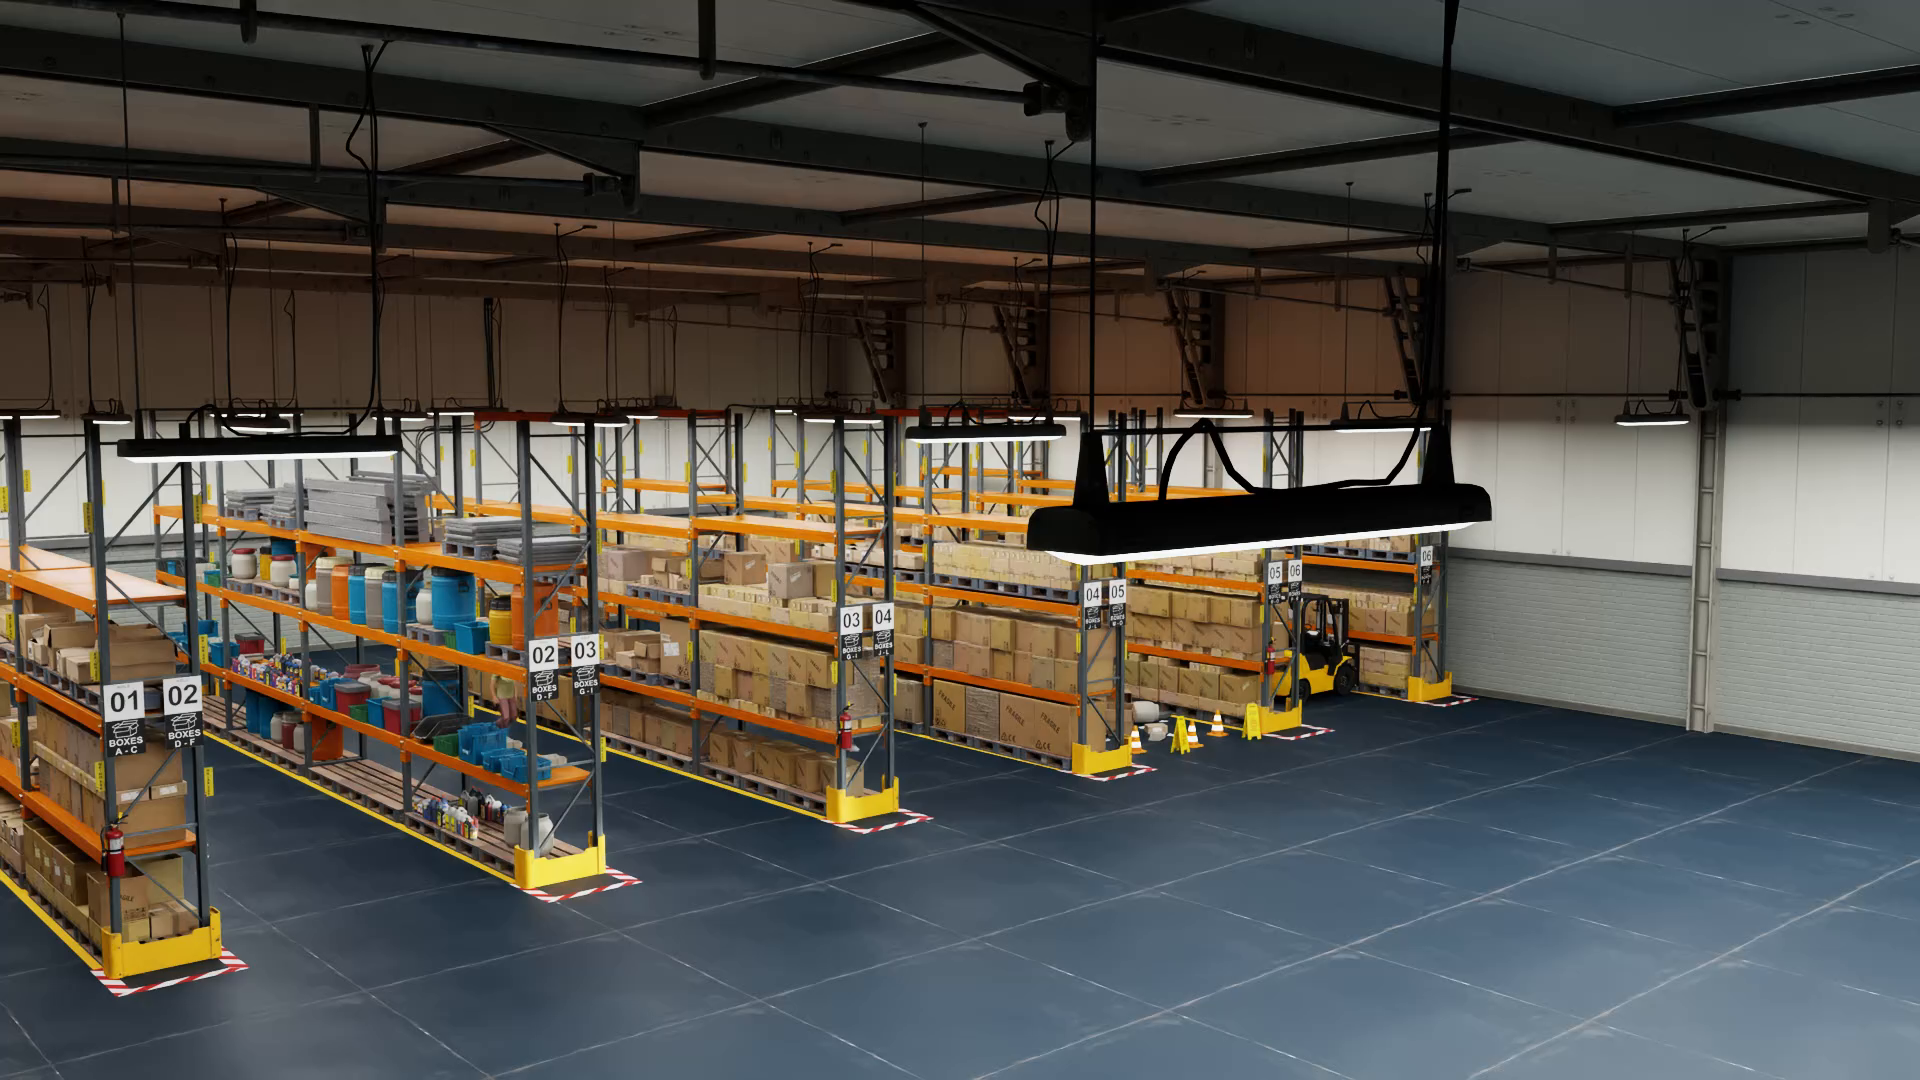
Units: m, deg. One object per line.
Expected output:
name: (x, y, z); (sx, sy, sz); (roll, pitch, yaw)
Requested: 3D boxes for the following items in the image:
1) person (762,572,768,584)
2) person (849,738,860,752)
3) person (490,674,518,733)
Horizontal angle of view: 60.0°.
person: (-5.371, 1.428, 45.853); (0.538, 1.763, 0.943); (3, 6, 33)
person: (-2.037, 2.857, 29.758); (0.761, 1.794, 0.595); (3, 6, 27)
person: (-8.314, 2.866, 30.204); (0.639, 1.653, 0.535); (4, 6, 36)
